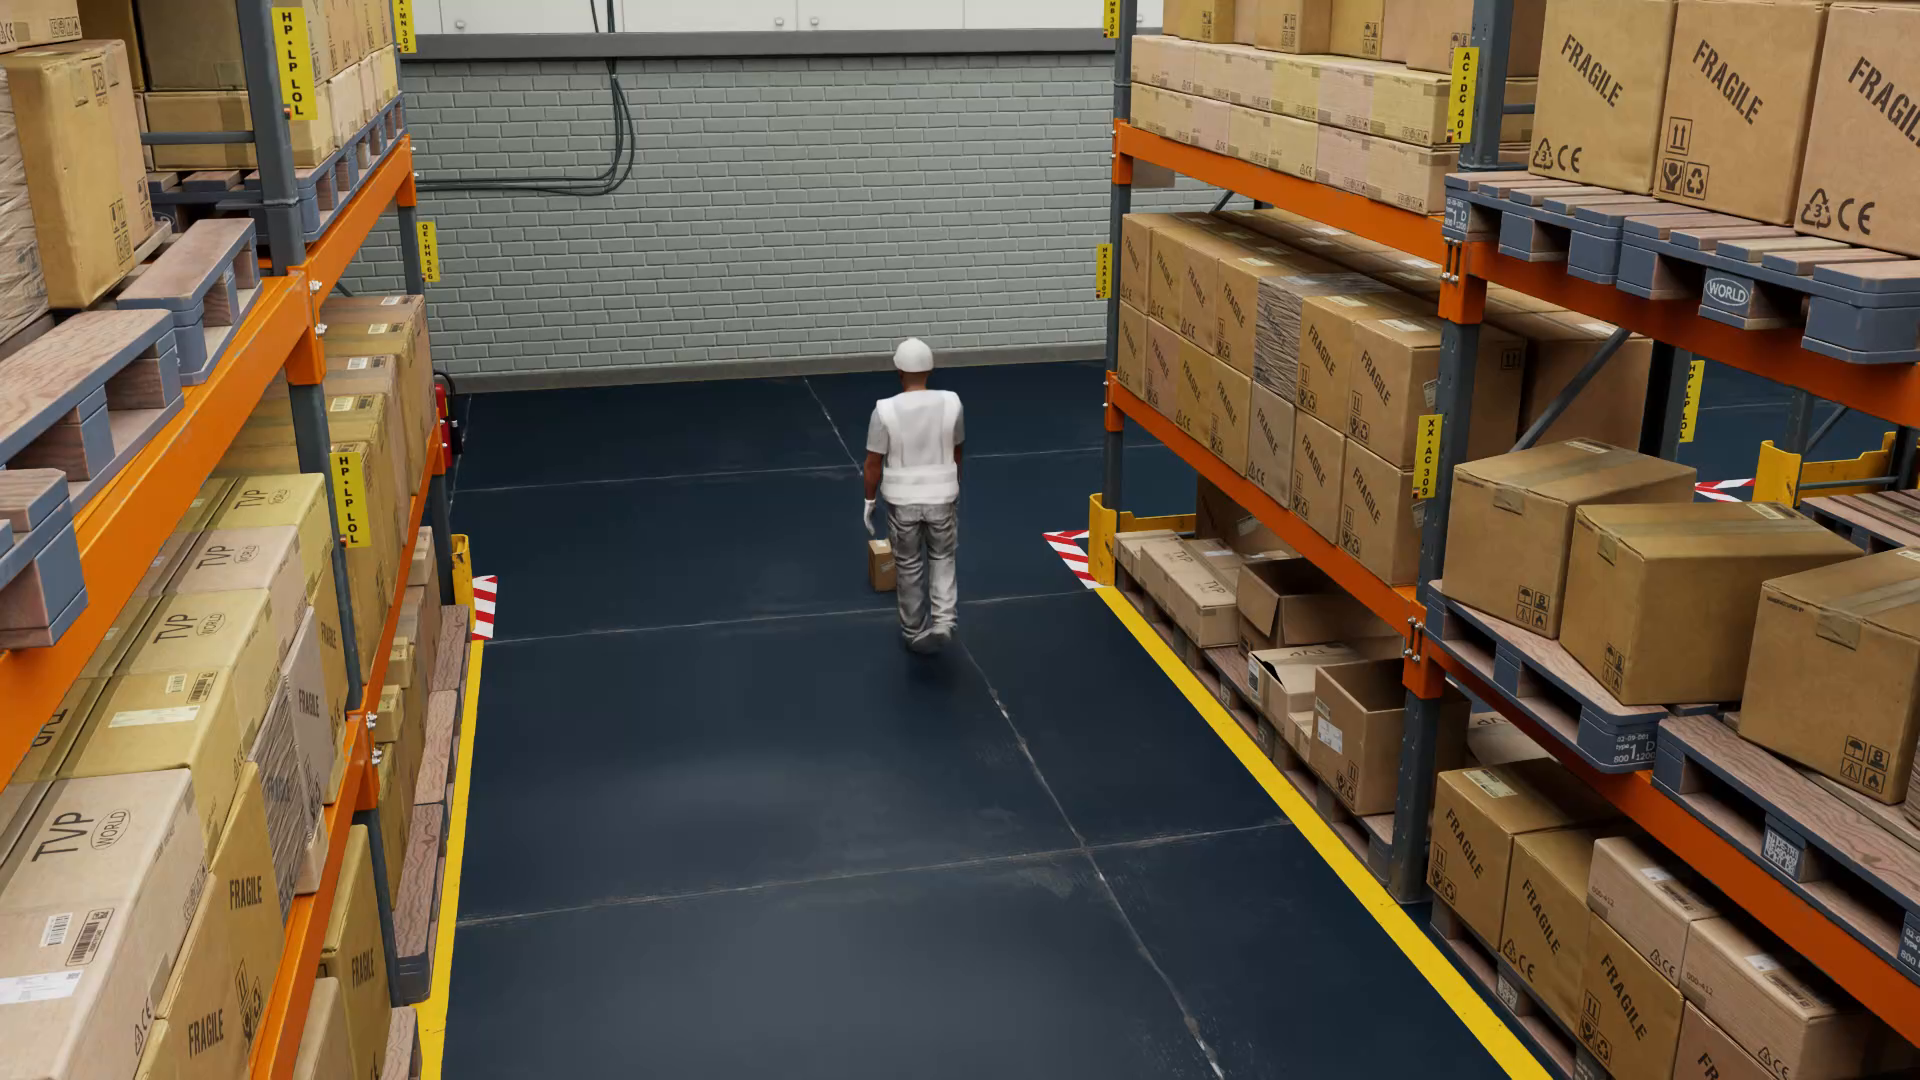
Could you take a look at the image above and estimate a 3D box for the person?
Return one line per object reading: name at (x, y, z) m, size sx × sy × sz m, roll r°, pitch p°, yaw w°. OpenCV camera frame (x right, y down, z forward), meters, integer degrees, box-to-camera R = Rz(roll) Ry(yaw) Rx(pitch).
person at (-0.243, -0.206, 9.100) m, size 0.573 × 1.784 × 0.646 m, roll -3°, pitch 20°, yaw -9°
